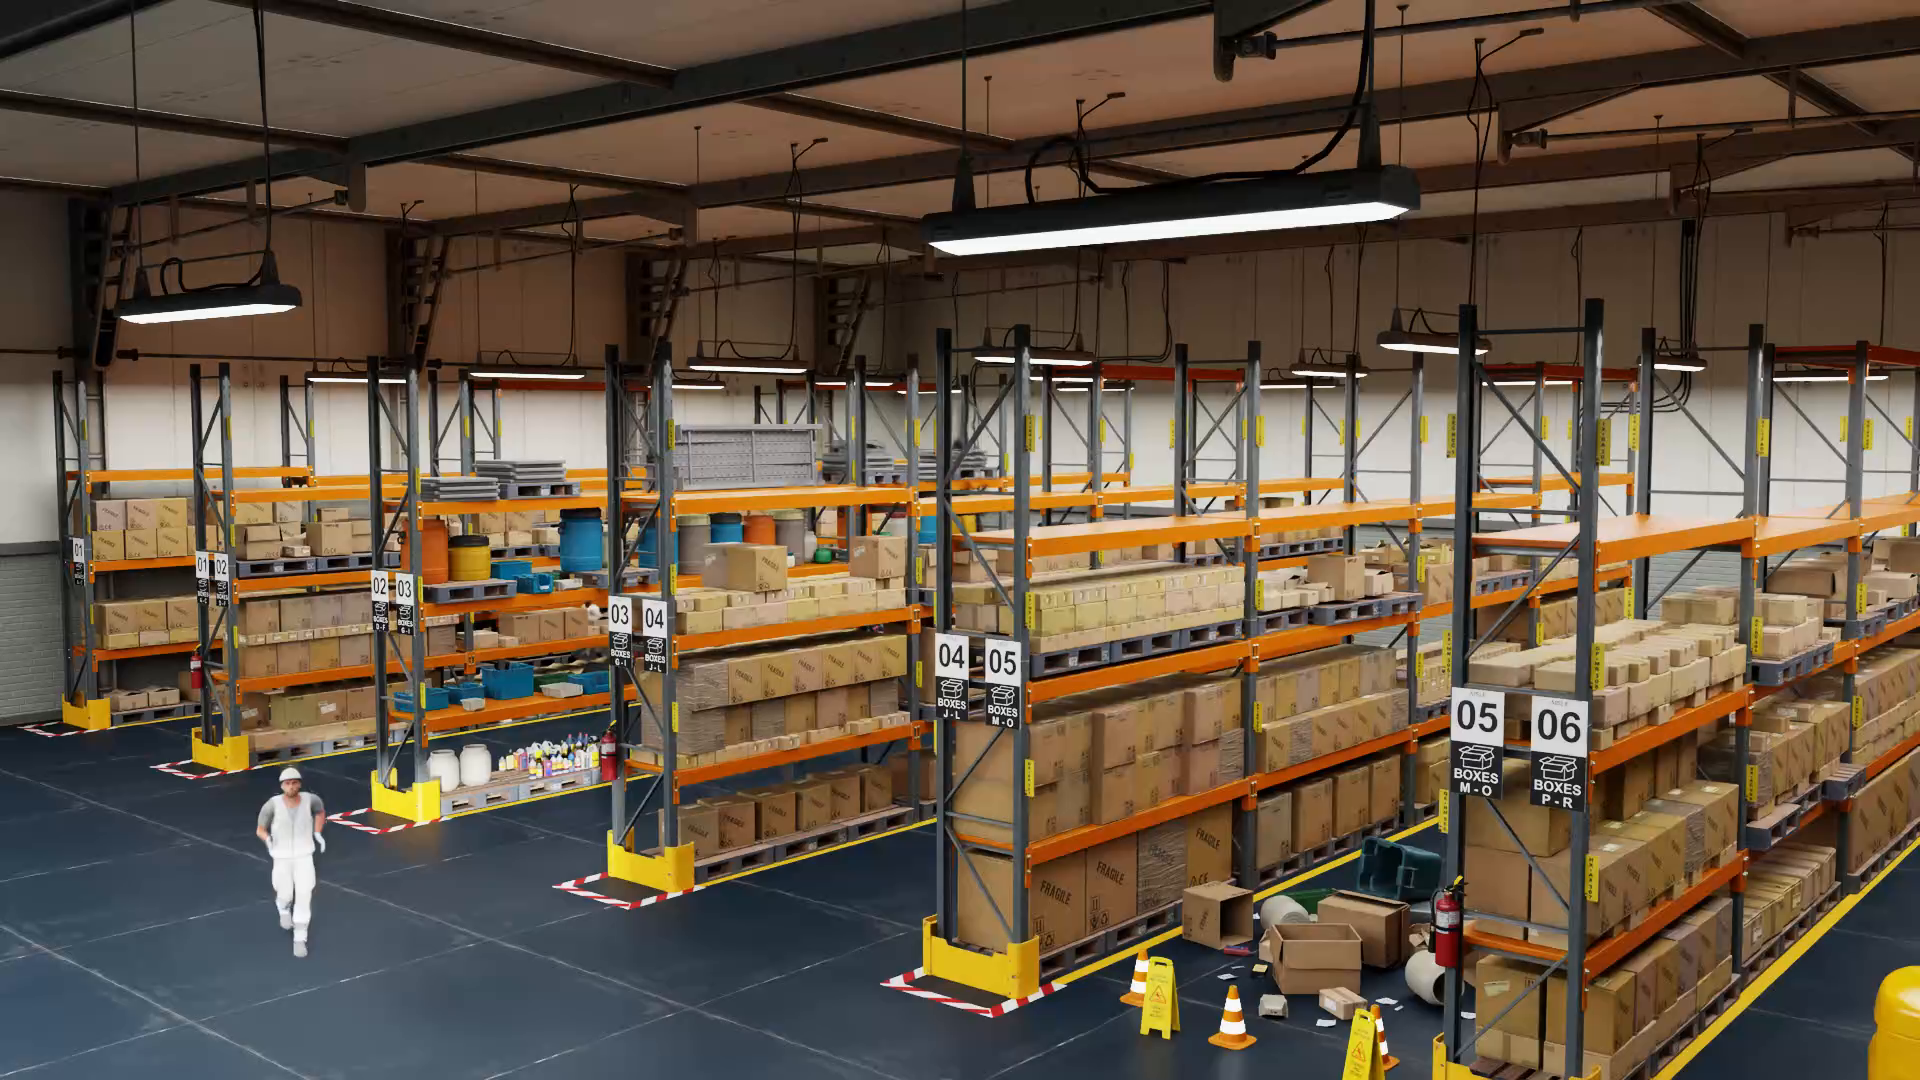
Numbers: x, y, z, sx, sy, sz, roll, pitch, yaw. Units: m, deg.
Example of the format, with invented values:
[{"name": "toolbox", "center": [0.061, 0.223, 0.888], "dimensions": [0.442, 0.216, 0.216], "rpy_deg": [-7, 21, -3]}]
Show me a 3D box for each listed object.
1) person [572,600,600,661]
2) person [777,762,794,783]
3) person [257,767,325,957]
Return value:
[{"name": "person", "center": [-7.437, 1.906, 33.081], "dimensions": [0.675, 1.804, 0.689], "rpy_deg": [3, 5, 32]}, {"name": "person", "center": [-2.412, 2.681, 23.126], "dimensions": [0.616, 1.660, 0.554], "rpy_deg": [2, 5, 28]}, {"name": "person", "center": [-6.550, 3.096, 16.320], "dimensions": [0.636, 1.787, 0.953], "rpy_deg": [-2, 5, -25]}]
